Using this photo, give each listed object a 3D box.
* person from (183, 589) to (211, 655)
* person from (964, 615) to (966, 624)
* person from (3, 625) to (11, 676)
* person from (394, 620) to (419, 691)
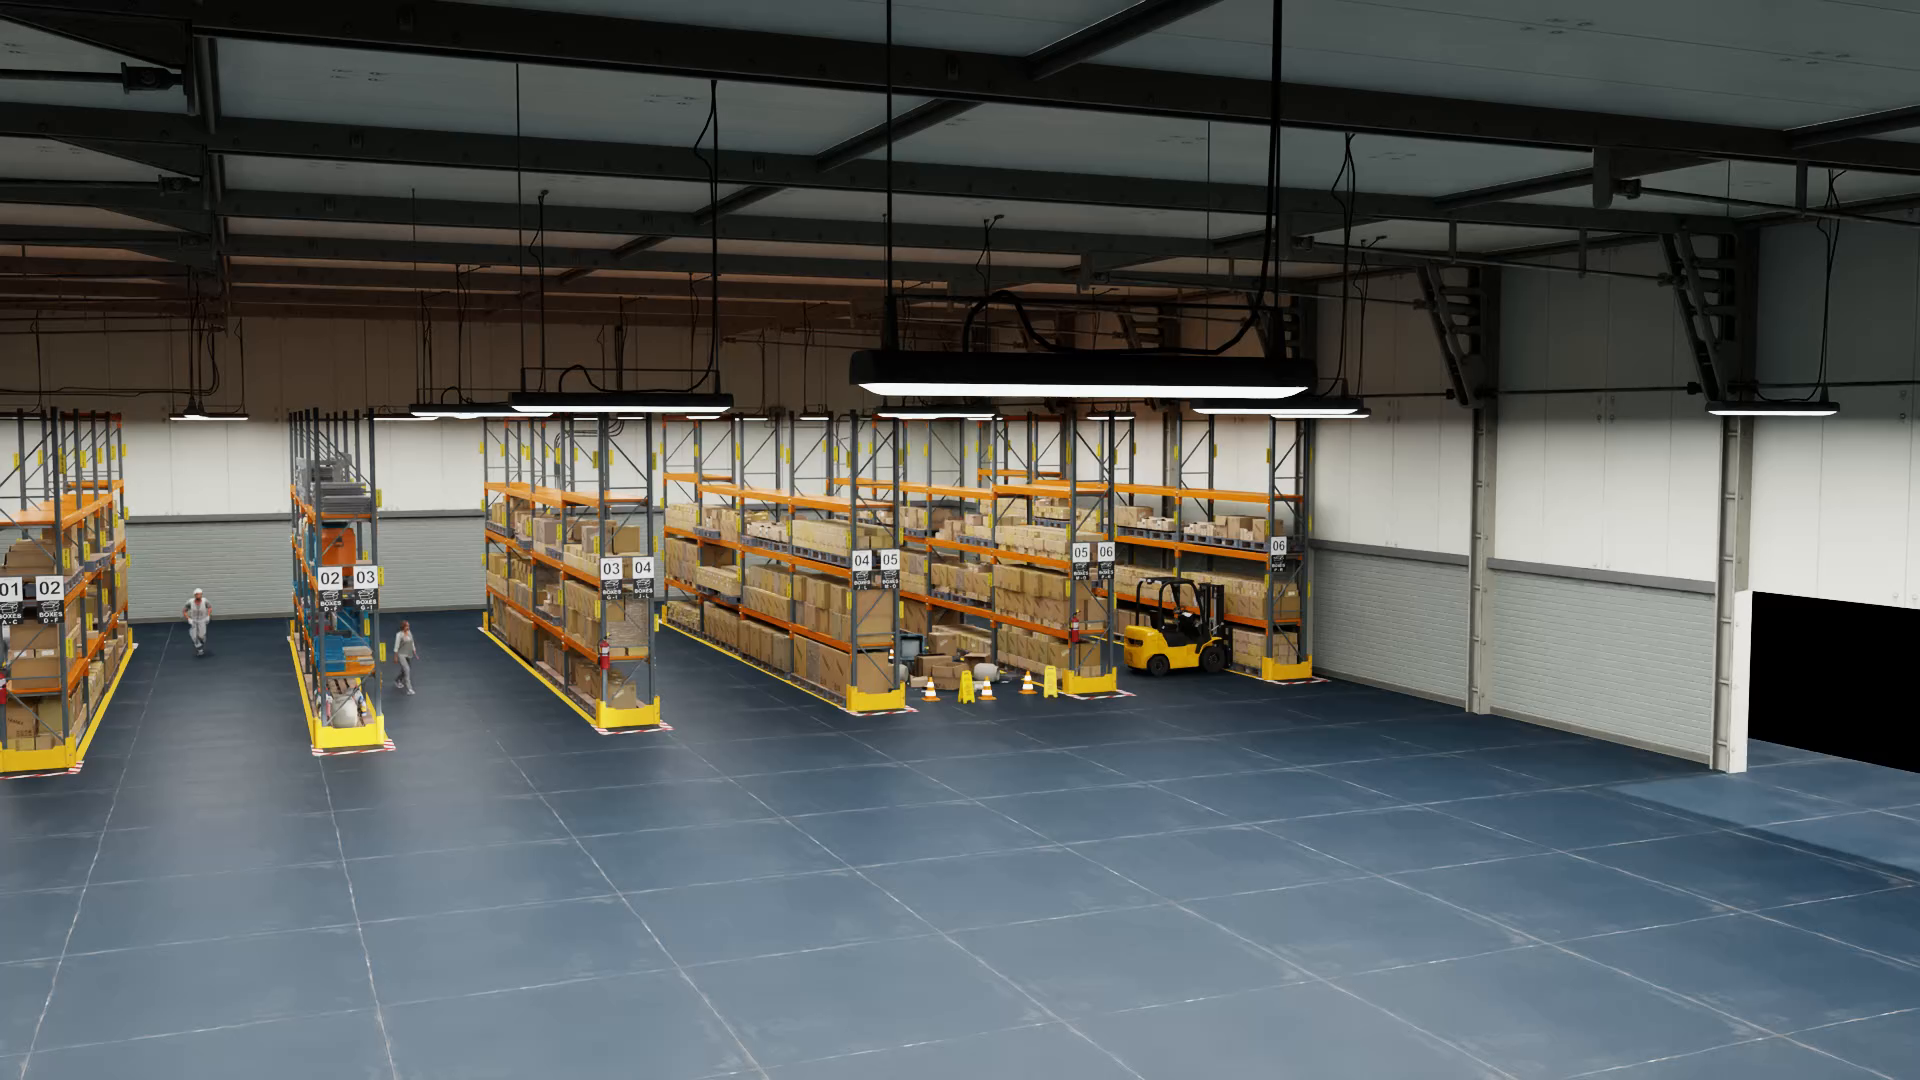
[{"bbox_3d":[-18.781,2.019,40.962,0.600,1.683,0.633,-1,4,-14],"label":"person"},{"bbox_3d":[0.045,1.636,45.956,0.656,1.761,0.638,4,6,43],"label":"person"},{"bbox_3d":[-21.616,2.209,37.618,0.608,1.751,0.561,-1,4,-8],"label":"person"},{"bbox_3d":[-11.832,2.448,35.296,0.826,1.454,0.477,4,5,42],"label":"person"}]
